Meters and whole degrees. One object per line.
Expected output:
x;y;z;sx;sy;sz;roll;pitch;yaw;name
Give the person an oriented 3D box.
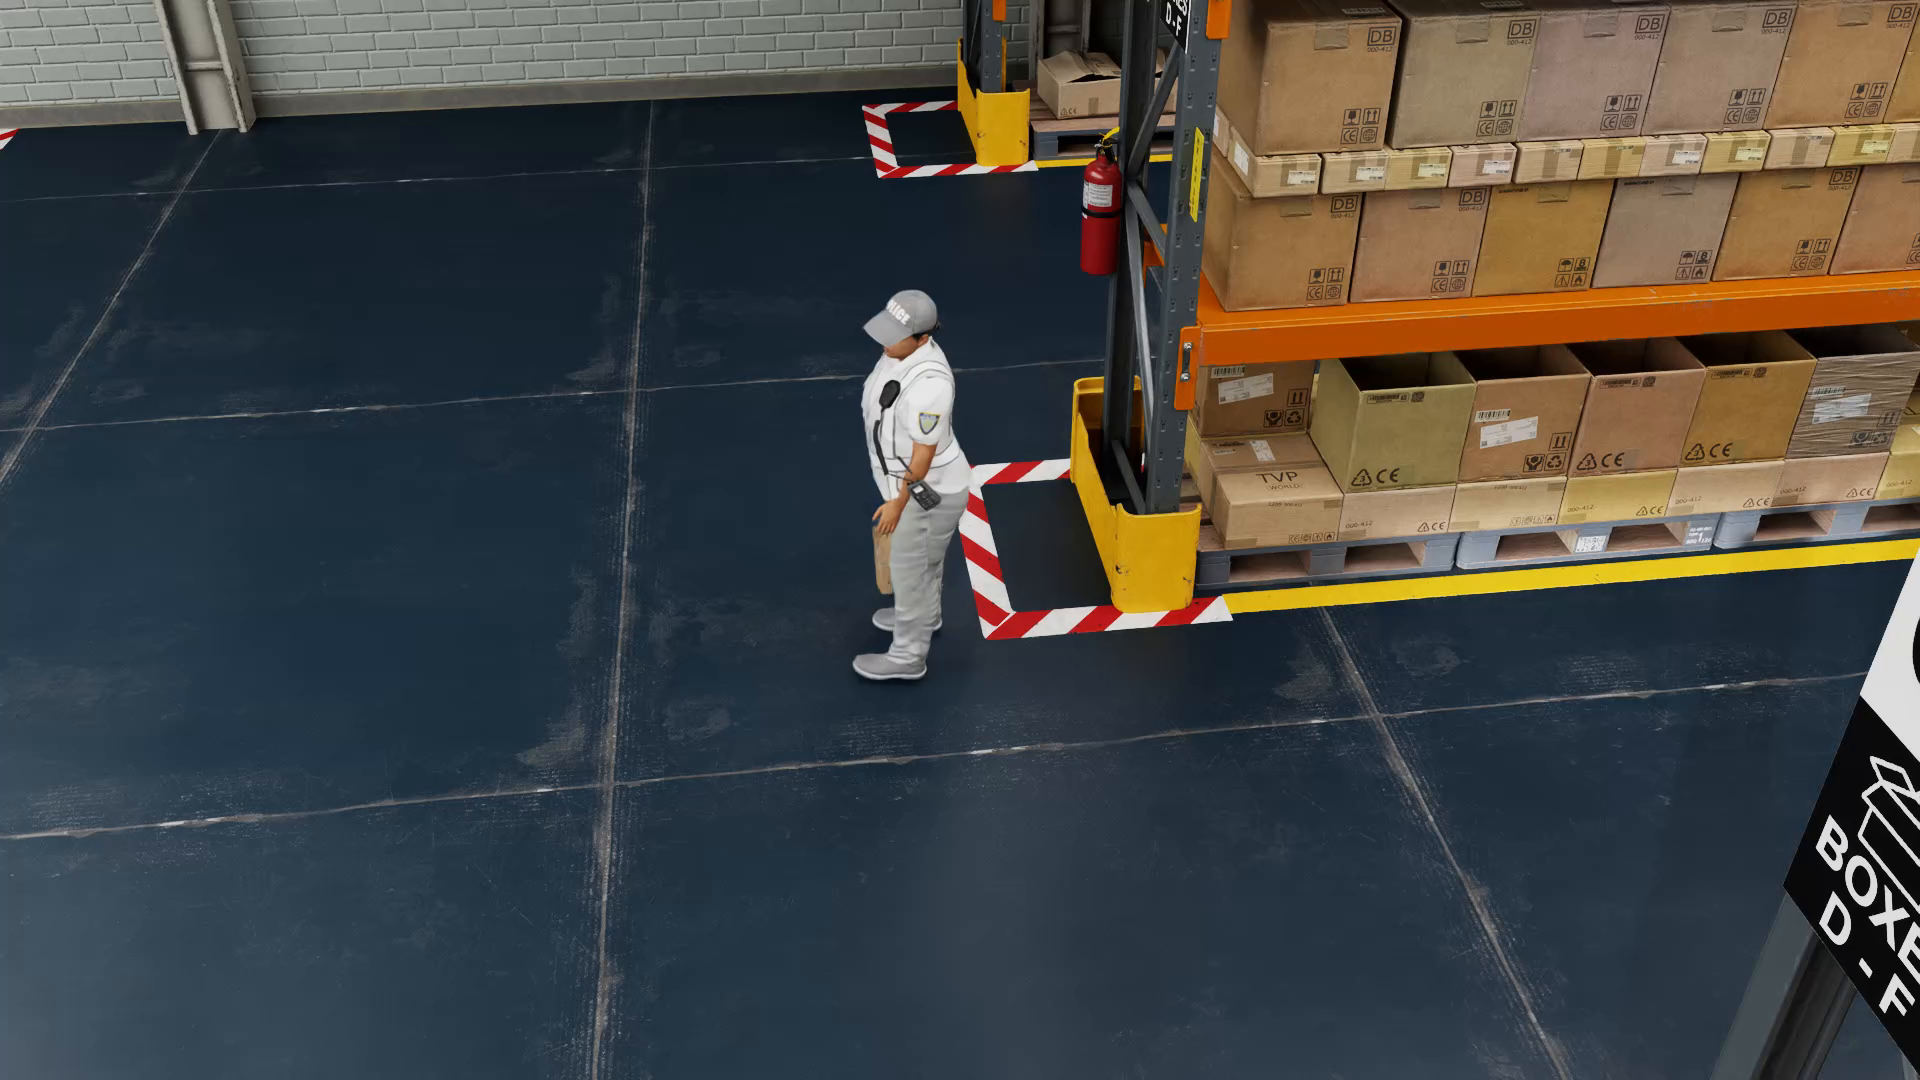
-0.219;-0.215;6.417;0.492;1.675;0.556;-8;36;-11;person
